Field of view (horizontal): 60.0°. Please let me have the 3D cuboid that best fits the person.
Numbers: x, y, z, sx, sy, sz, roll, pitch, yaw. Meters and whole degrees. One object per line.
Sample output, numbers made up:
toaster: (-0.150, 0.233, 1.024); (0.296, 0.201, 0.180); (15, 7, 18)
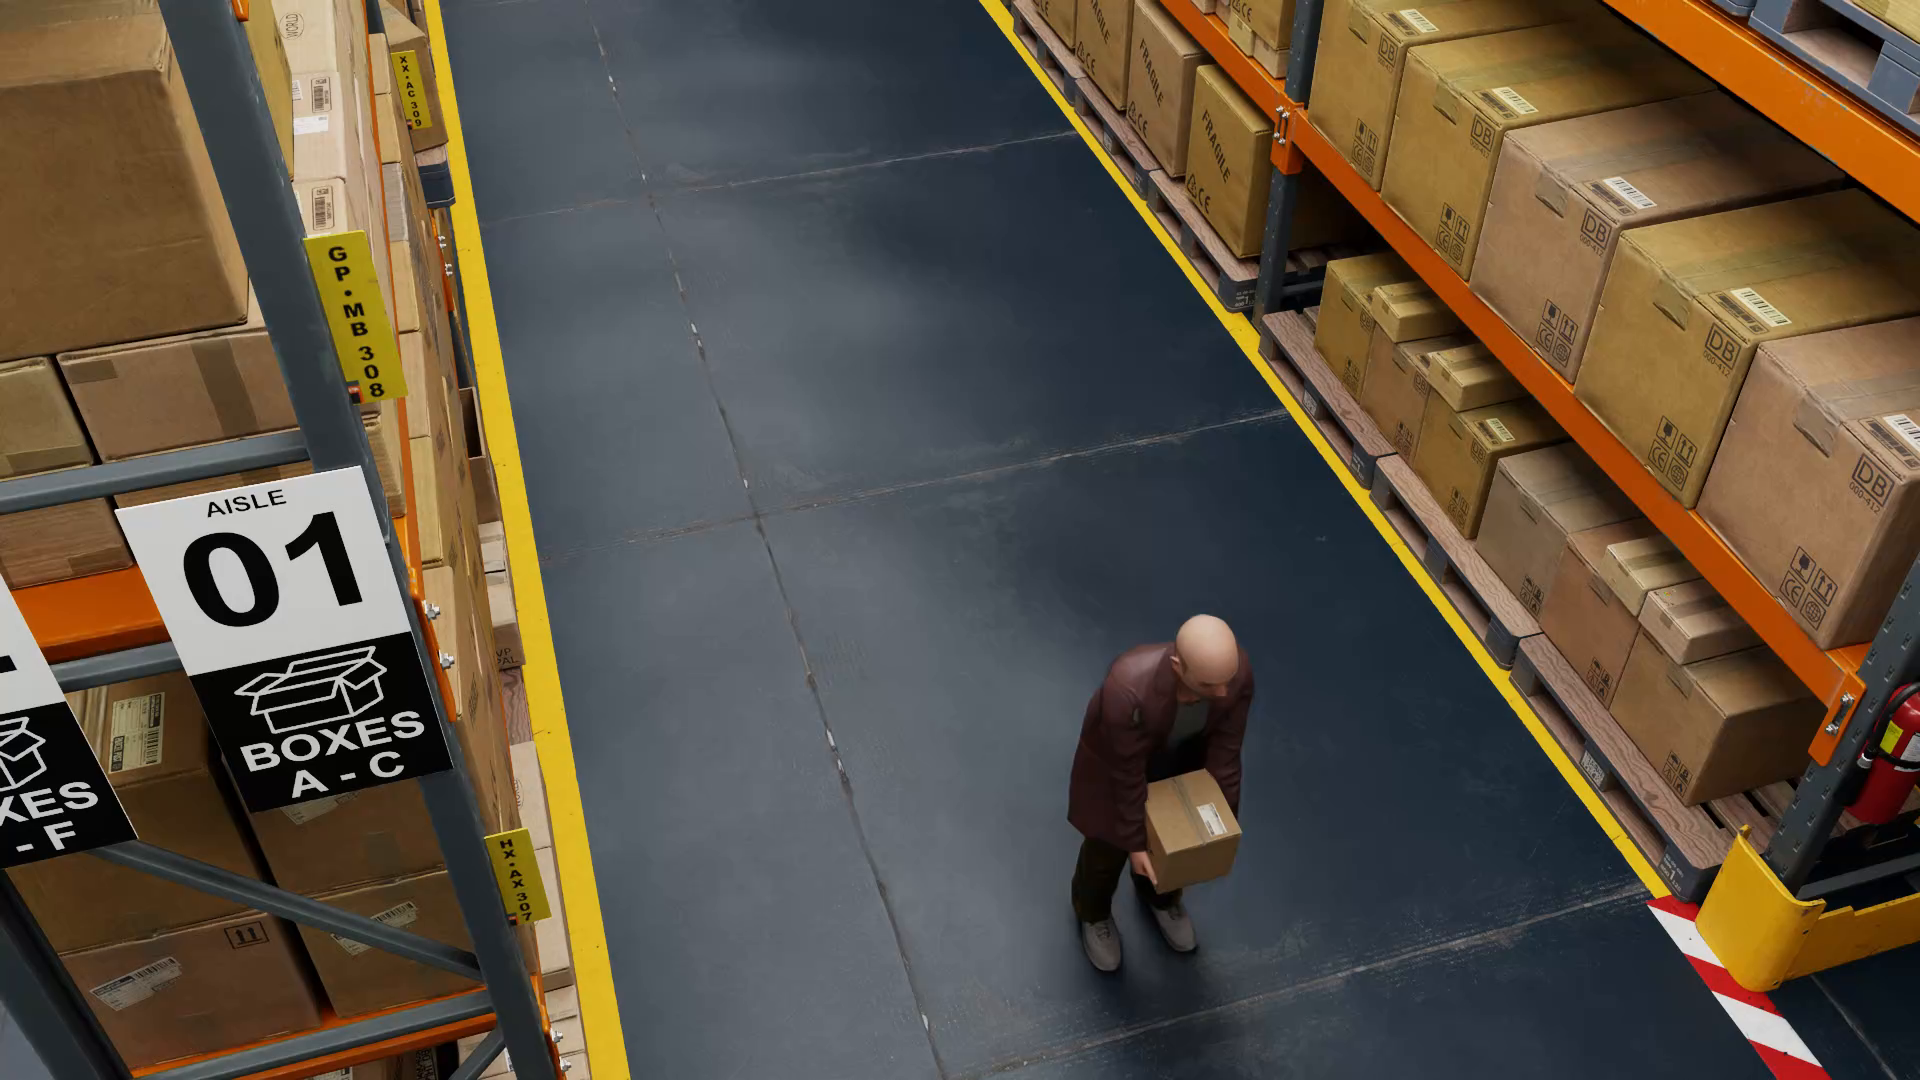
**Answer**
person: (0.635, 0.791, 5.334); (0.538, 1.717, 0.614); (-13, 43, -14)
